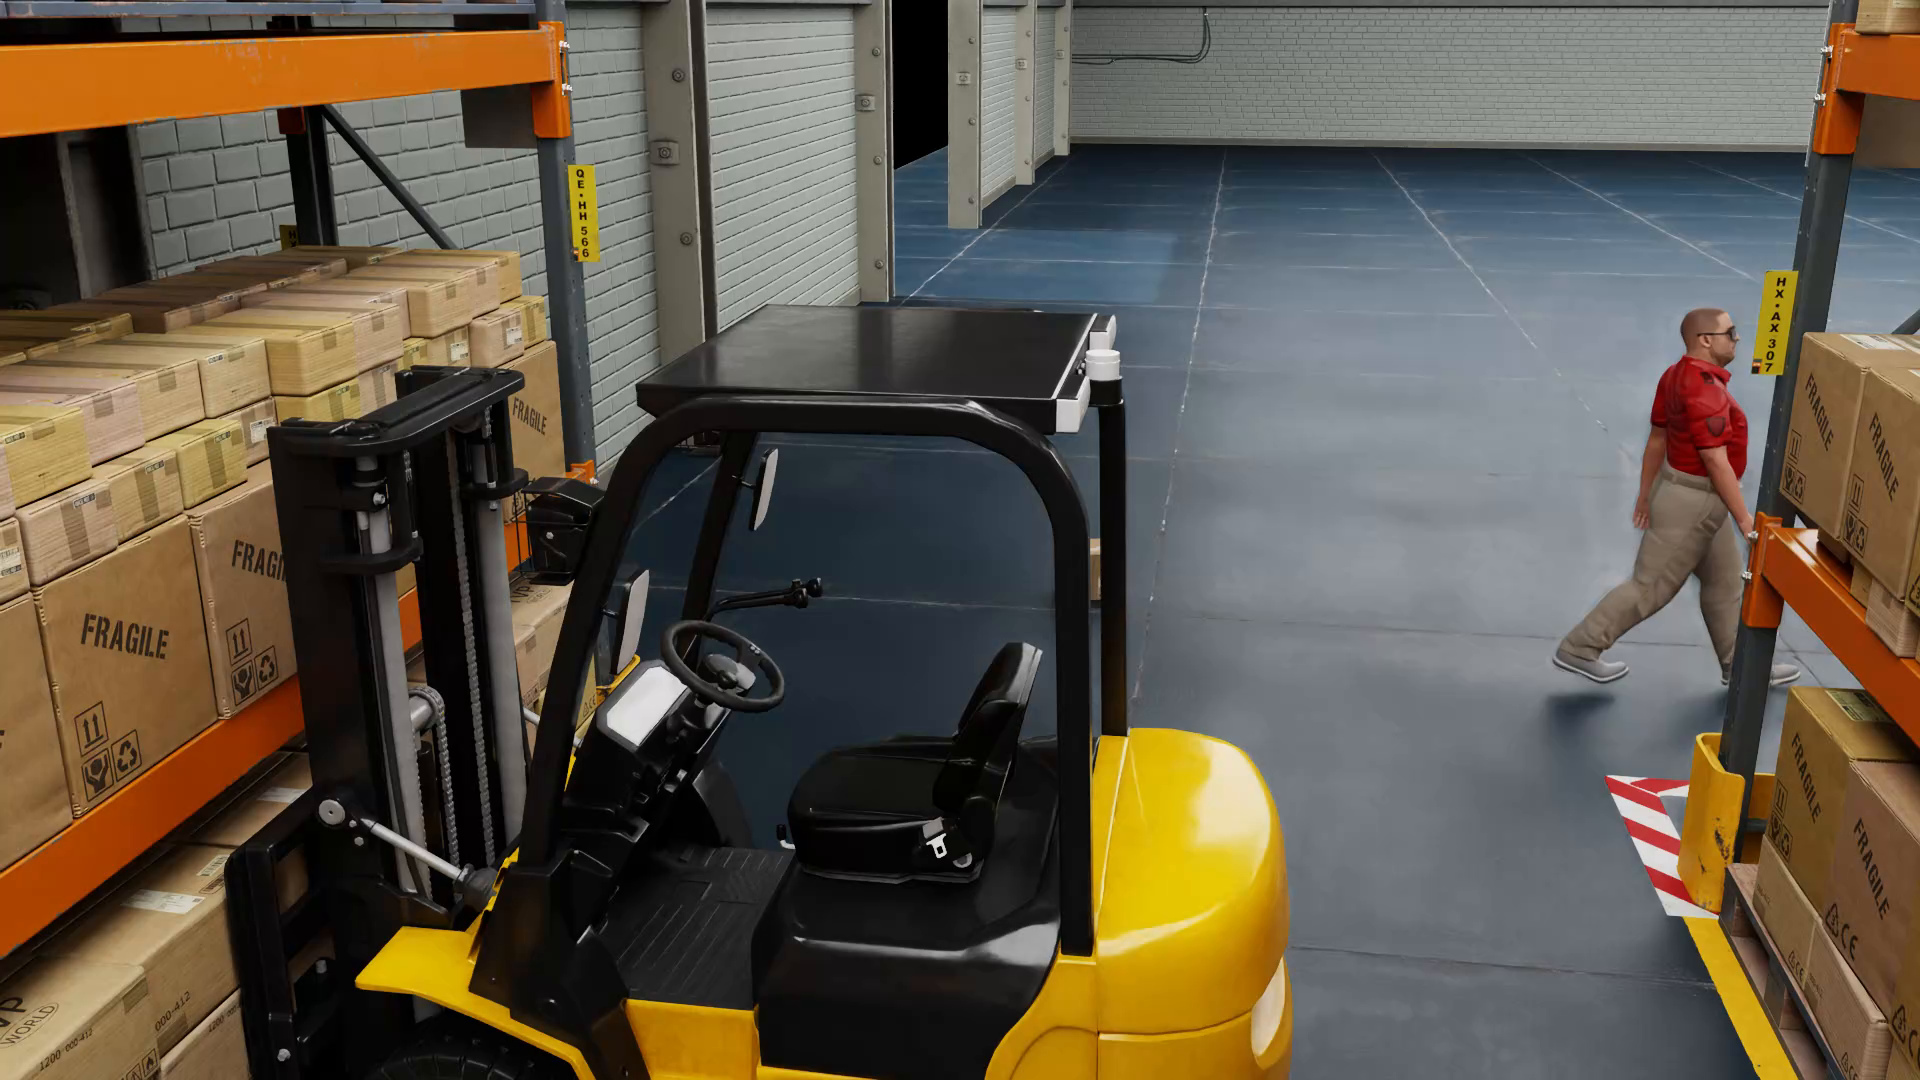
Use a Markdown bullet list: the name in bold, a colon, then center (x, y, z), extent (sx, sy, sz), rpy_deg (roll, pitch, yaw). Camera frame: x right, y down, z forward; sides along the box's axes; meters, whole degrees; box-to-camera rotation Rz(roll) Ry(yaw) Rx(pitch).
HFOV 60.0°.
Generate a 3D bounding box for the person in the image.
- **person**: center (3.137, -0.148, 7.042), extent (1.052, 1.672, 0.575), rpy_deg (4, 18, 14)
